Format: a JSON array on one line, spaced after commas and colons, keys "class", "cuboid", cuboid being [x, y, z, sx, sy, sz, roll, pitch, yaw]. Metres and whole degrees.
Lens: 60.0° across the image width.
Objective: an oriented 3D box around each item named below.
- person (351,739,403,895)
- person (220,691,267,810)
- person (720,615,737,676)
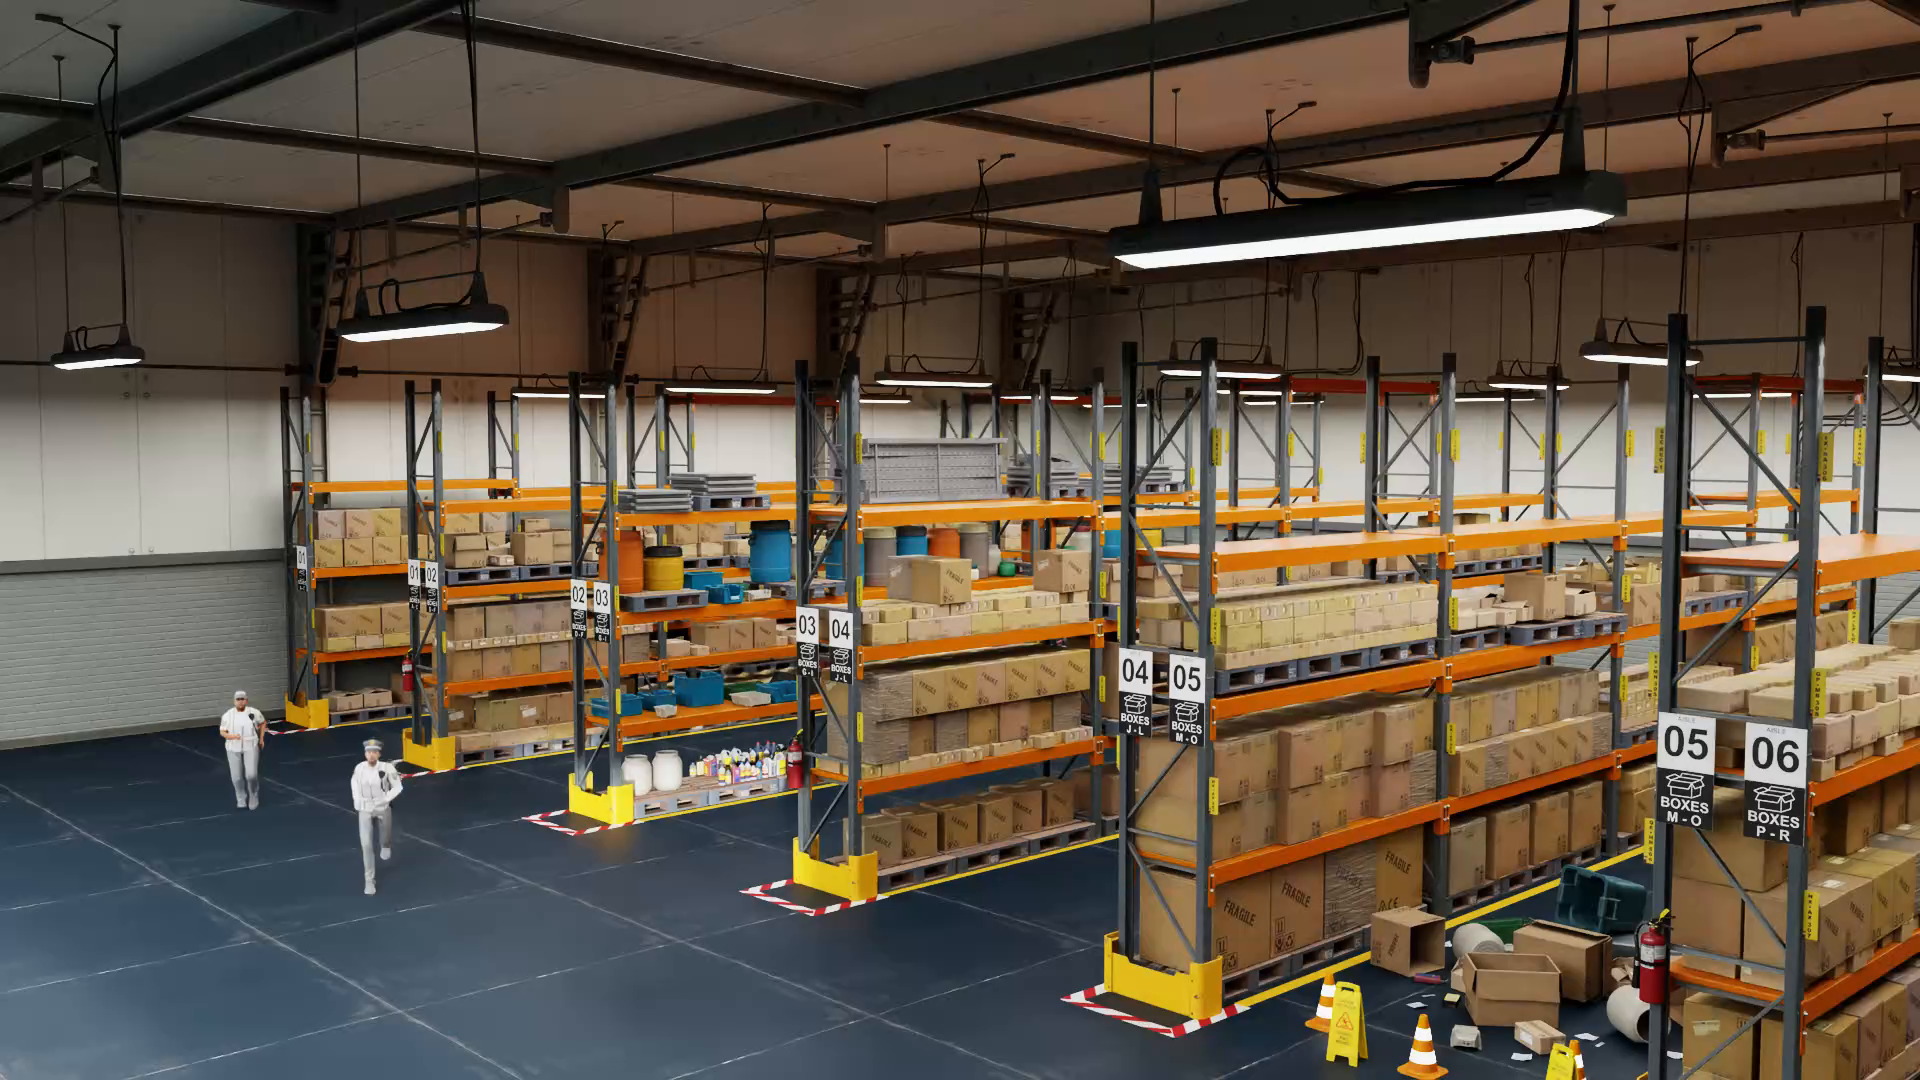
[{"class": "person", "cuboid": [-6.704, 3.120, 19.117, 0.584, 1.709, 1.085, -1, 4, -14]}, {"class": "person", "cuboid": [-9.807, 2.882, 22.758, 0.579, 1.648, 0.643, -1, 4, -20]}, {"class": "person", "cuboid": [-4.457, 2.282, 31.923, 0.697, 1.764, 0.641, -3, 5, -44]}]
